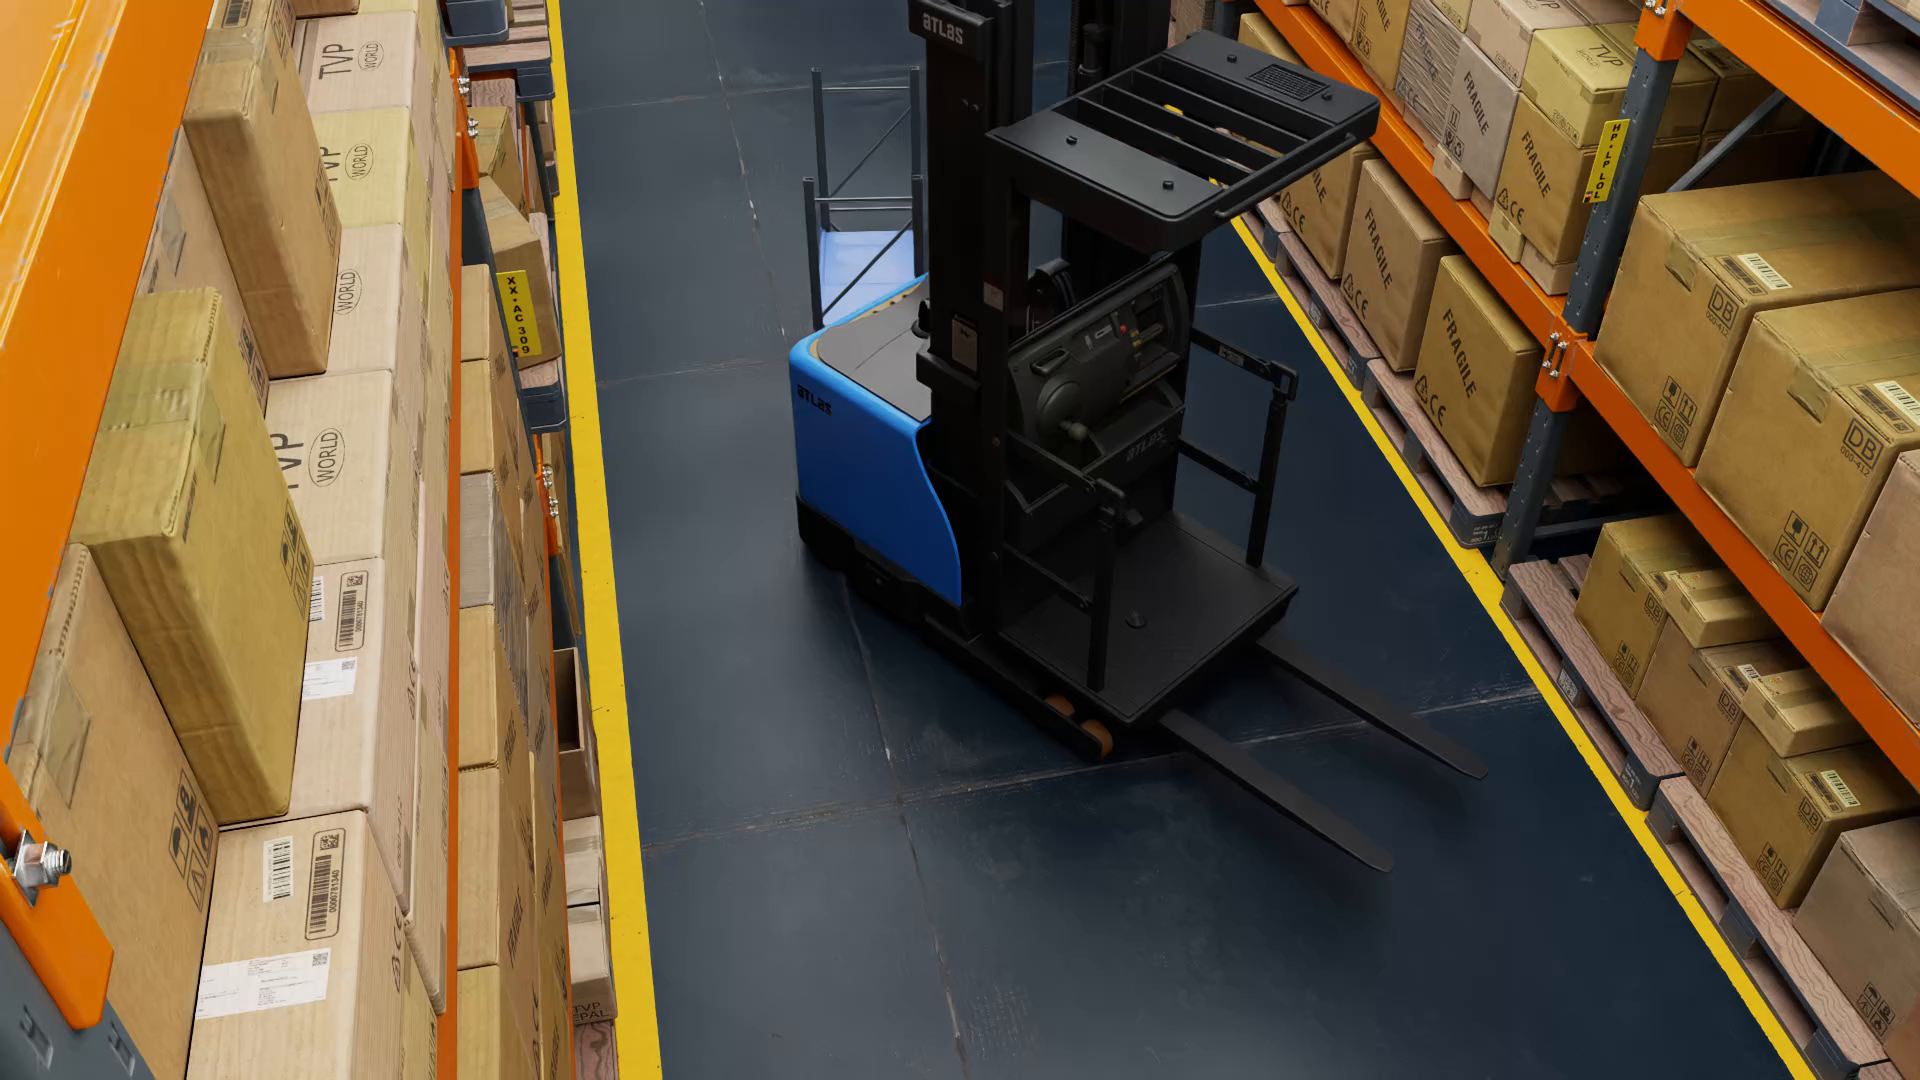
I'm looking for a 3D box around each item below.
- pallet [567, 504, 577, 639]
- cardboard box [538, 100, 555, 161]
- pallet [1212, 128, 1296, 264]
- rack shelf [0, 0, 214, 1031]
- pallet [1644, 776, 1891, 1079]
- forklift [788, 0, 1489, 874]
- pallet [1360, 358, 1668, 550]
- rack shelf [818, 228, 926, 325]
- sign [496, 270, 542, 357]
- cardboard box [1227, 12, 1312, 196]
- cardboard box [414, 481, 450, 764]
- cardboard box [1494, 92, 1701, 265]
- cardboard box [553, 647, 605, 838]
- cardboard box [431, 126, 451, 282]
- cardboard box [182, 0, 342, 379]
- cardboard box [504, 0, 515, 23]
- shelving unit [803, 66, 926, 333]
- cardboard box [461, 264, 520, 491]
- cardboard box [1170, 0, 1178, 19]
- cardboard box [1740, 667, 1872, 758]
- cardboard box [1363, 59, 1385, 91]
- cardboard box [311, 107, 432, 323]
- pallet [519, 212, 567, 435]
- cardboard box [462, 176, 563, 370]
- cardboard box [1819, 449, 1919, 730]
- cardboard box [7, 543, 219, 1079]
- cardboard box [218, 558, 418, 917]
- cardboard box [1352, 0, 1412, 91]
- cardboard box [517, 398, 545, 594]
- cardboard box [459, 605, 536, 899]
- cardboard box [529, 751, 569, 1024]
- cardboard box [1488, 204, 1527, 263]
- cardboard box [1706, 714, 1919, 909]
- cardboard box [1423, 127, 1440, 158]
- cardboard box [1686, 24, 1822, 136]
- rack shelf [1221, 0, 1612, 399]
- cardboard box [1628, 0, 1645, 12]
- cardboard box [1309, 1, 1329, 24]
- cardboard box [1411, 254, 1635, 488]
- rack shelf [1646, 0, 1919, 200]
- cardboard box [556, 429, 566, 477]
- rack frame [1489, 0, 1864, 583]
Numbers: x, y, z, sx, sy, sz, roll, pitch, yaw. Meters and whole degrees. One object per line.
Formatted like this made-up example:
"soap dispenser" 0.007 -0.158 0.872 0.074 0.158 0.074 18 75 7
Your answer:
"pallet" -2.188 0.189 7.160 1.003 0.211 1.213 -8 42 -9
"cardboard box" -2.665 -2.435 9.771 0.500 0.250 0.500 -8 42 -9
"pallet" 2.094 -2.072 9.707 1.003 0.211 1.213 -8 42 -9
"rack shelf" -1.544 -1.009 2.434 1.077 0.370 4.000 -8 42 -9
"pallet" 3.215 1.295 5.914 1.003 0.211 1.213 -8 42 -9
"forklift" 0.676 -0.618 6.021 3.031 2.935 1.130 33 51 32
"pallet" 2.620 -0.491 7.926 1.003 0.211 1.213 -8 42 -9
"rack shelf" -0.425 -1.163 7.983 0.538 0.185 1.000 -1 42 -1
"sign" -1.447 -0.739 5.452 0.100 0.325 0.005 -8 42 -9
"cardboard box" 2.028 -2.495 9.386 0.750 0.750 0.750 -9 42 -10
"cardboard box" -1.180 0.176 2.928 0.500 0.250 0.500 -8 42 -9
"cardboard box" 2.515 -1.464 6.607 0.500 0.500 0.500 -9 42 -10
"cardboard box" -1.576 0.767 5.960 0.500 0.500 0.500 -8 42 -9
"cardboard box" -1.513 -0.795 4.021 0.500 0.250 0.500 -8 42 -9
"cardboard box" -1.494 -0.586 2.844 0.700 0.500 0.500 -8 42 -9
"cardboard box" -2.593 -2.727 7.953 0.700 0.500 0.500 -22 46 -23
"shelving unit" -0.425 -1.297 7.863 0.538 1.500 1.048 -1 42 -1
"cardboard box" -1.614 -0.453 4.954 0.500 0.500 0.500 -8 42 -9
"cardboard box" 1.793 -3.677 10.966 0.700 0.500 0.500 -8 42 -9
"cardboard box" 2.930 0.577 5.700 0.380 0.149 0.250 -9 42 -11
"cardboard box" 2.184 -2.311 8.050 0.380 0.149 0.250 -8 42 -9
"cardboard box" -1.395 -0.659 3.492 0.500 0.250 0.500 -8 42 -9
"pallet" -2.042 -0.794 6.311 1.003 0.211 1.213 -8 42 -9
"cardboard box" -1.859 -0.866 5.856 0.700 0.500 0.500 -23 46 -23
"cardboard box" 3.280 0.142 4.887 0.980 0.700 0.700 -10 43 -11
"cardboard box" -1.239 0.397 1.737 0.700 0.500 0.500 -8 42 -9
"cardboard box" -1.070 0.313 2.397 0.500 0.250 0.500 -8 42 -9
"cardboard box" 2.182 -2.443 7.710 0.500 0.500 0.500 -7 42 -8
"cardboard box" -1.617 -0.082 5.290 0.500 0.500 0.500 -8 42 -9
"cardboard box" -1.284 0.532 3.844 0.500 0.500 0.500 -9 42 -10
"cardboard box" -1.279 0.914 4.167 0.500 0.500 0.500 -8 42 -9
"cardboard box" 2.434 -1.297 6.907 0.380 0.149 0.250 -8 42 -8
"cardboard box" 3.136 0.892 5.834 0.700 0.500 0.500 -7 42 -8
"cardboard box" 2.319 -1.802 7.476 0.380 0.149 0.250 -8 42 -9
"cardboard box" 3.016 -1.816 6.439 0.500 0.250 0.500 -7 42 -8
"rack shelf" 2.429 -2.072 8.148 1.077 0.370 4.000 -8 42 -9
"cardboard box" 2.896 -2.155 6.820 0.500 0.250 0.500 -8 42 -9
"cardboard box" 2.037 -2.810 8.612 0.380 0.149 0.250 -9 42 -10
"cardboard box" 2.593 -0.800 7.477 0.750 0.750 0.750 -8 42 -9
"rack shelf" 3.292 -0.601 4.231 1.077 0.370 4.000 -8 42 -9
"cardboard box" -2.069 -0.579 7.477 0.500 0.500 0.500 -8 42 -9
"rack frame" 2.860 -1.044 6.449 1.000 3.000 0.127 -8 42 -9
